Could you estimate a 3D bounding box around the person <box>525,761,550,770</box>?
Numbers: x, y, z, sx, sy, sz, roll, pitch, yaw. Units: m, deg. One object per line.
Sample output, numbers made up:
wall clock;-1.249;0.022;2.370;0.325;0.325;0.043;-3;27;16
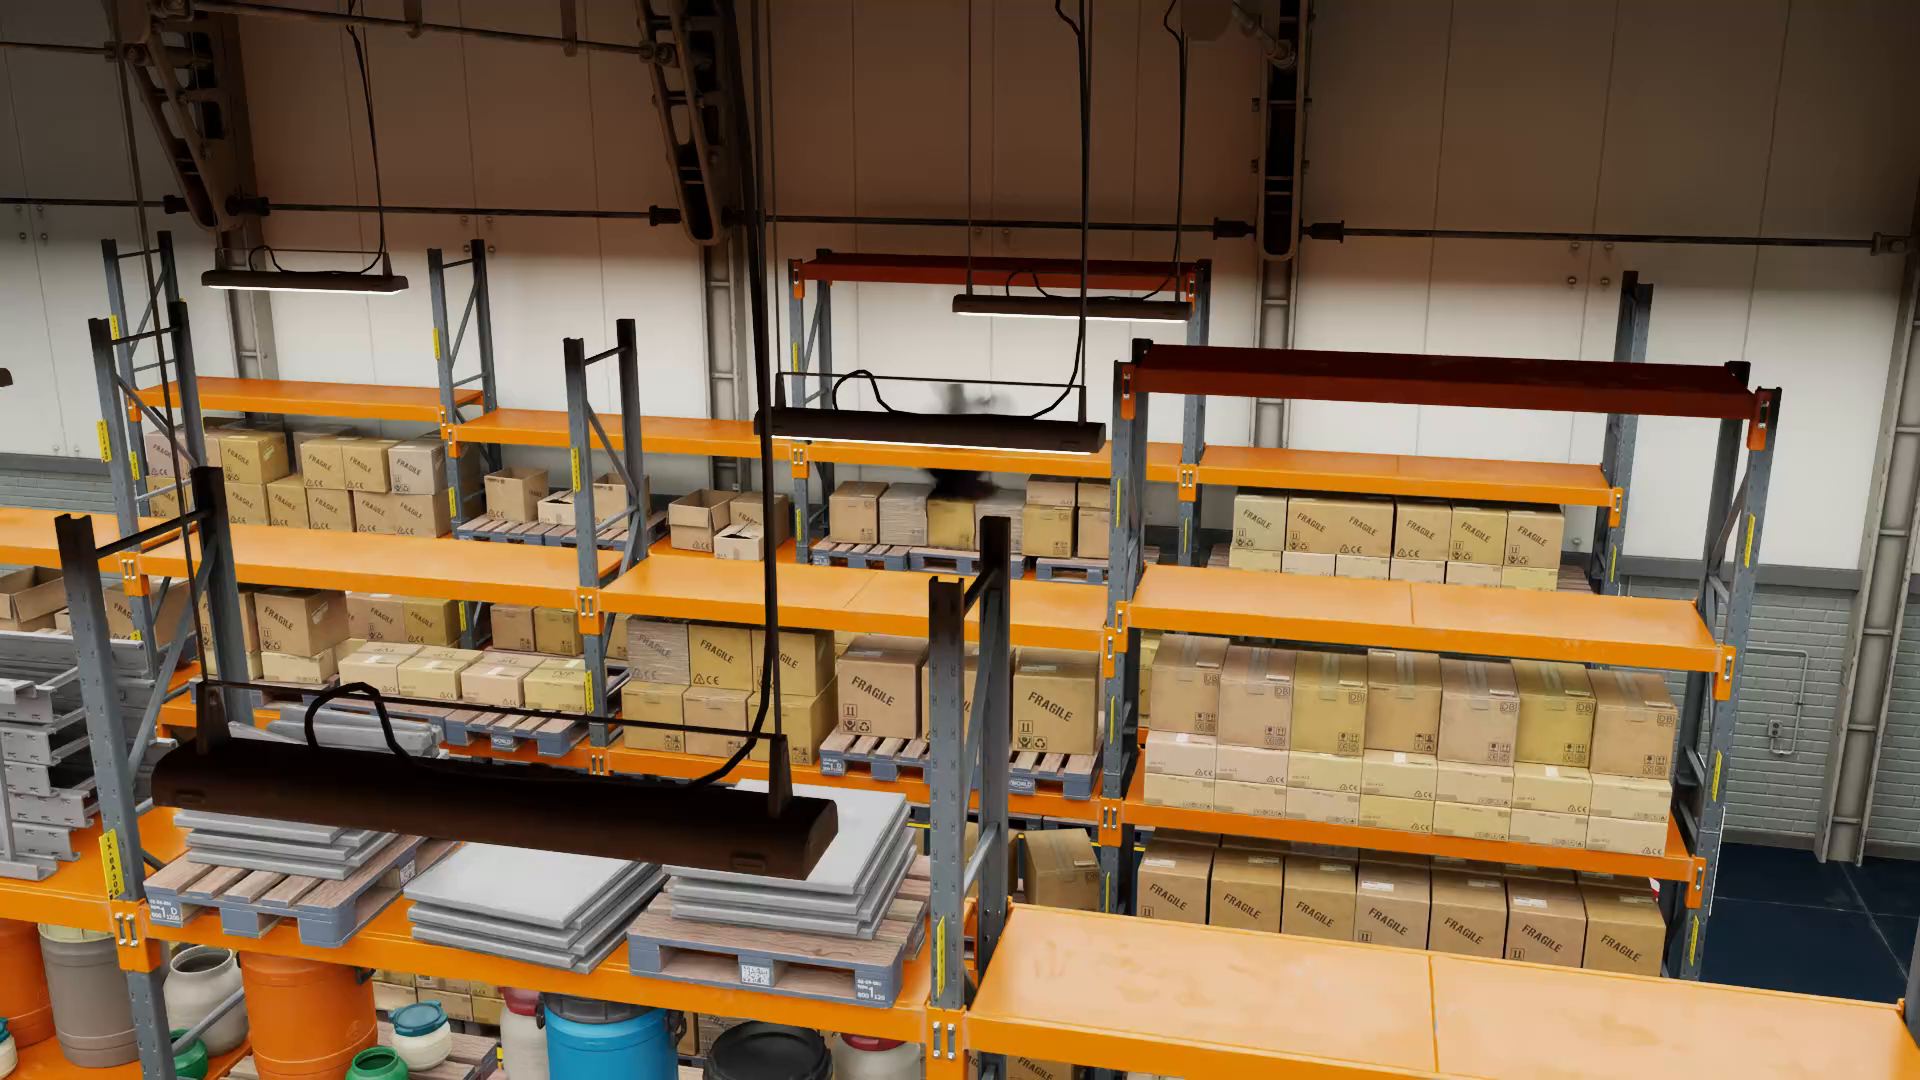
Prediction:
person;-4.075;2.773;15.984;0.558;1.610;0.548;5;17;17
